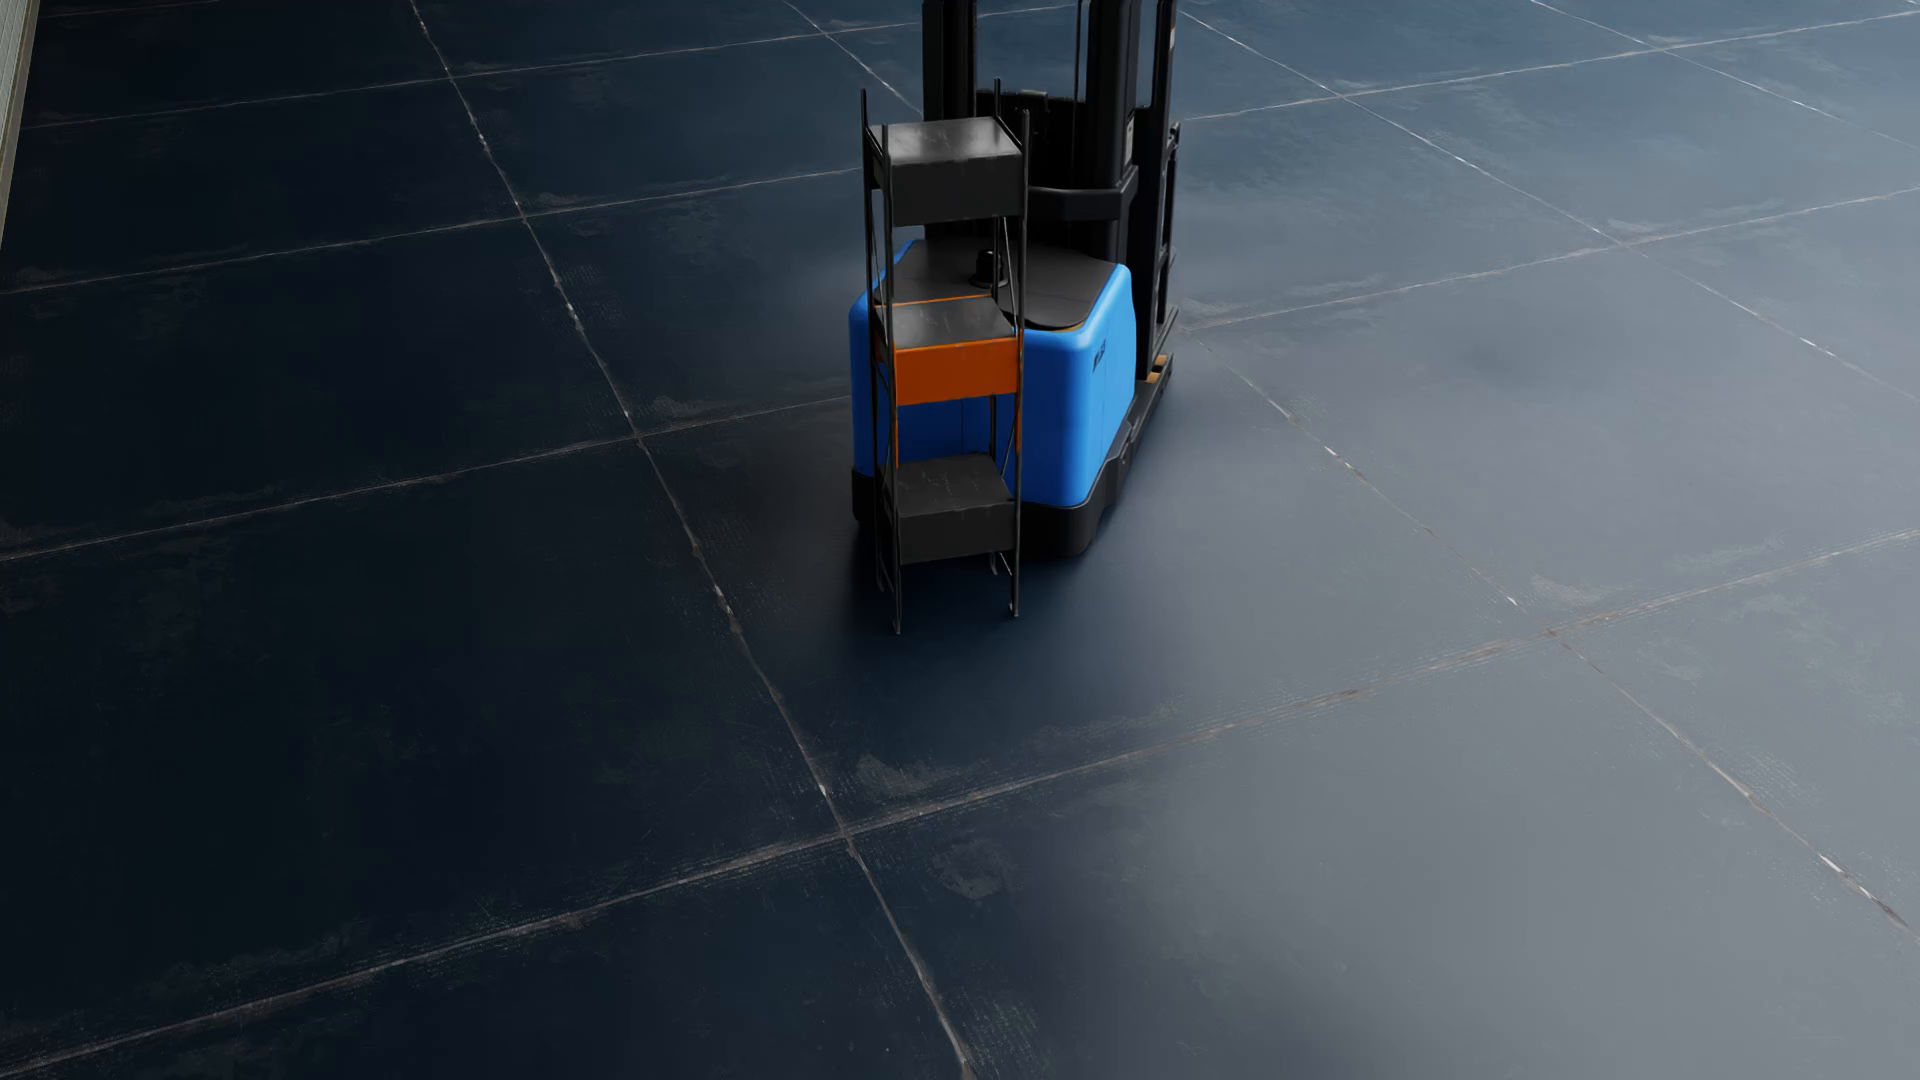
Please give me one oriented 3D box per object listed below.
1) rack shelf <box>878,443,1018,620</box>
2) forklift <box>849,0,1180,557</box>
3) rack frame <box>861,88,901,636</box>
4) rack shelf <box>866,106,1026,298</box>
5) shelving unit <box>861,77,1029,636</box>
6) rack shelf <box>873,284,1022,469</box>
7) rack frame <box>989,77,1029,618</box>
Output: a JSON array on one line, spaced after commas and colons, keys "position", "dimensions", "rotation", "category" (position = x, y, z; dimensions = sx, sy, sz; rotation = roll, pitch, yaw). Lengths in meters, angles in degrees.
[{"position": [-0.057, -0.037, 6.691], "dimensions": [0.480, 0.518, 0.431], "rotation": [-8, 34, -12], "category": "rack shelf"}, {"position": [0.449, -1.955, 7.567], "dimensions": [1.130, 2.935, 3.031], "rotation": [9, 34, 14], "category": "forklift"}, {"position": [-0.294, -0.603, 6.252], "dimensions": [0.015, 2.100, 0.400], "rotation": [-8, 34, -12], "category": "rack frame"}, {"position": [-0.057, -1.211, 5.927], "dimensions": [0.480, 0.518, 0.431], "rotation": [-8, 34, -12], "category": "rack shelf"}, {"position": [-0.057, -0.635, 6.301], "dimensions": [0.503, 2.100, 0.431], "rotation": [-8, 34, -12], "category": "shelving unit"}, {"position": [-0.057, -0.624, 6.309], "dimensions": [0.480, 0.518, 0.431], "rotation": [-8, 34, -12], "category": "rack shelf"}, {"position": [0.179, -0.668, 6.351], "dimensions": [0.015, 2.100, 0.400], "rotation": [-8, 34, -12], "category": "rack frame"}]
